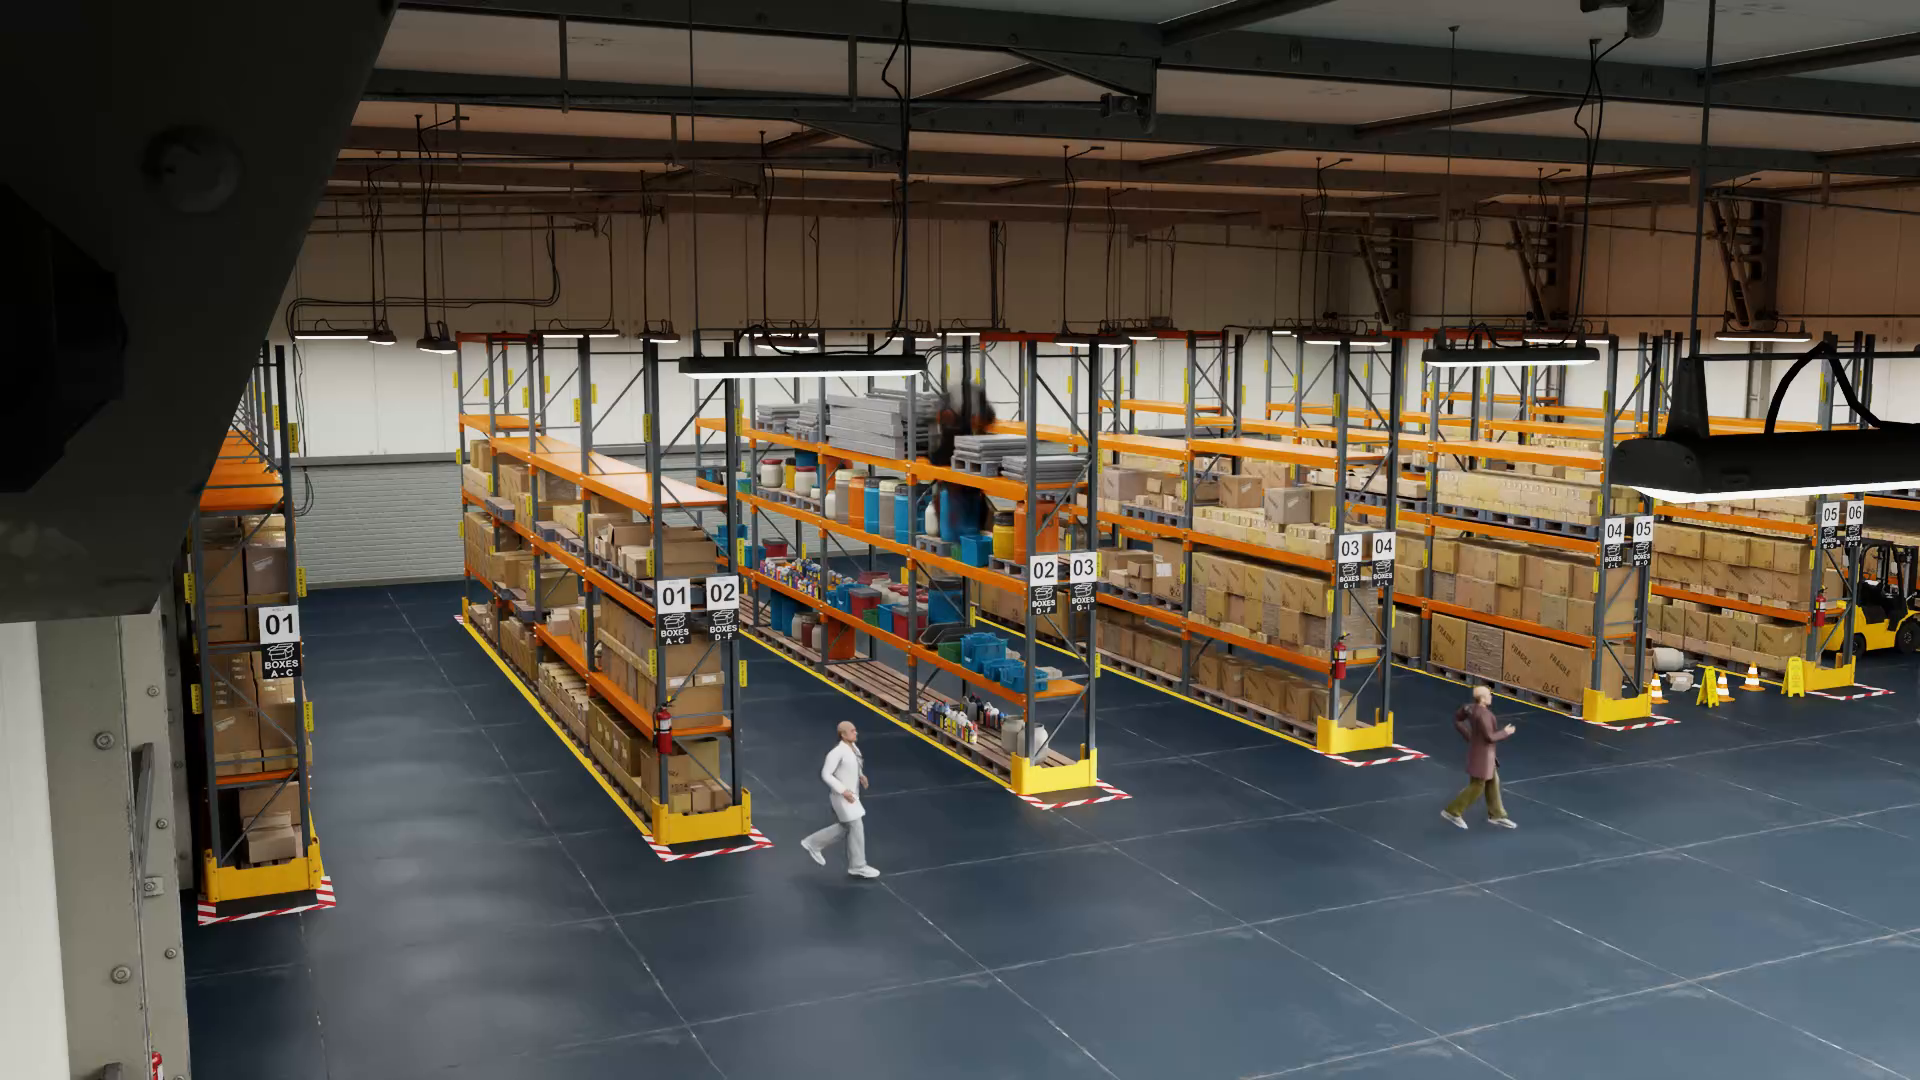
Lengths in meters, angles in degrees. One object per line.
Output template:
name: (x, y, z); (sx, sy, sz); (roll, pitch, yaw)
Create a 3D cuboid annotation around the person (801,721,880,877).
person: (-1.359, 2.914, 18.830); (0.931, 1.778, 0.707); (1, 8, 10)

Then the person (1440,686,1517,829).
person: (6.421, 2.676, 20.395); (0.925, 1.794, 0.698); (1, 8, 4)

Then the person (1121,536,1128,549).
person: (4.189, -0.134, 42.142); (0.950, 1.563, 0.734); (4, 9, 28)
